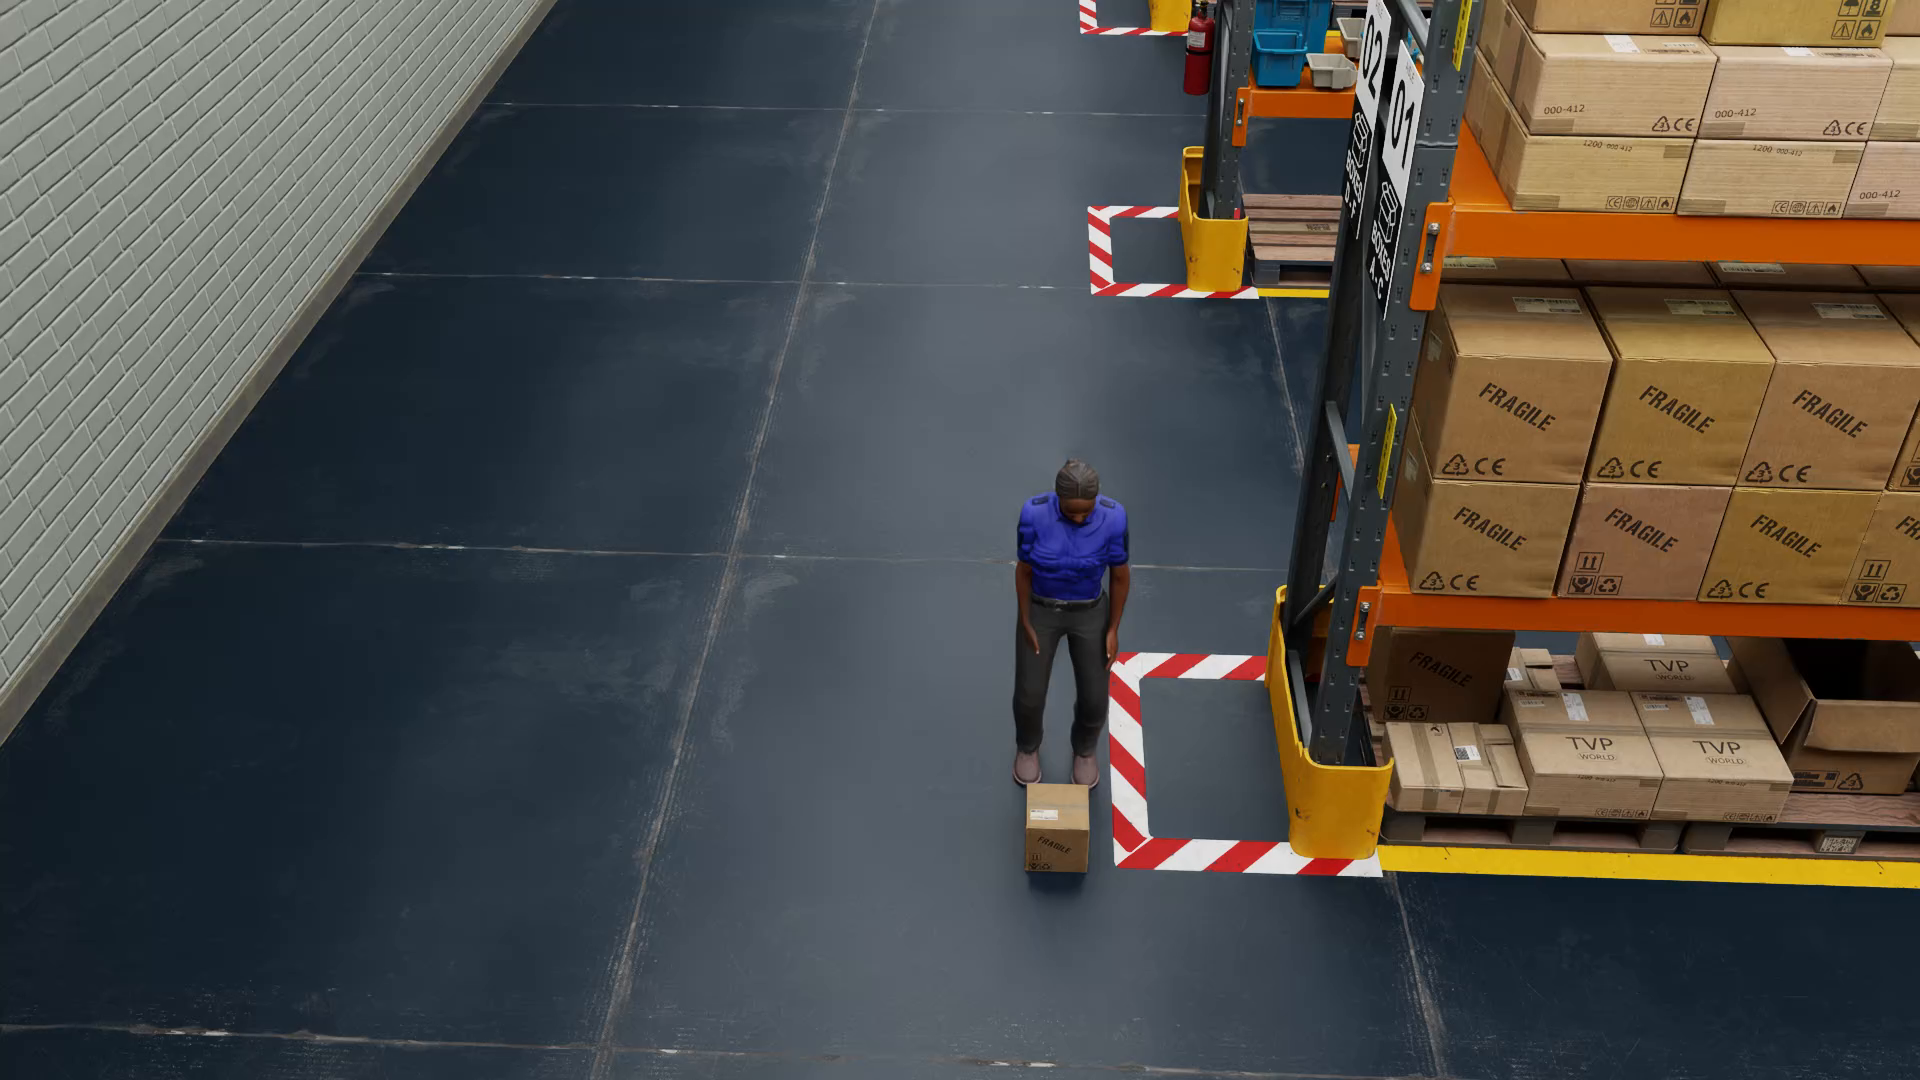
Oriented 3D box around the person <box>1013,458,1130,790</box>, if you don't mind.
[{"bbox_3d":[0.445,0.330,6.709,0.453,1.618,0.361,2,36,3],"label":"person"}]
